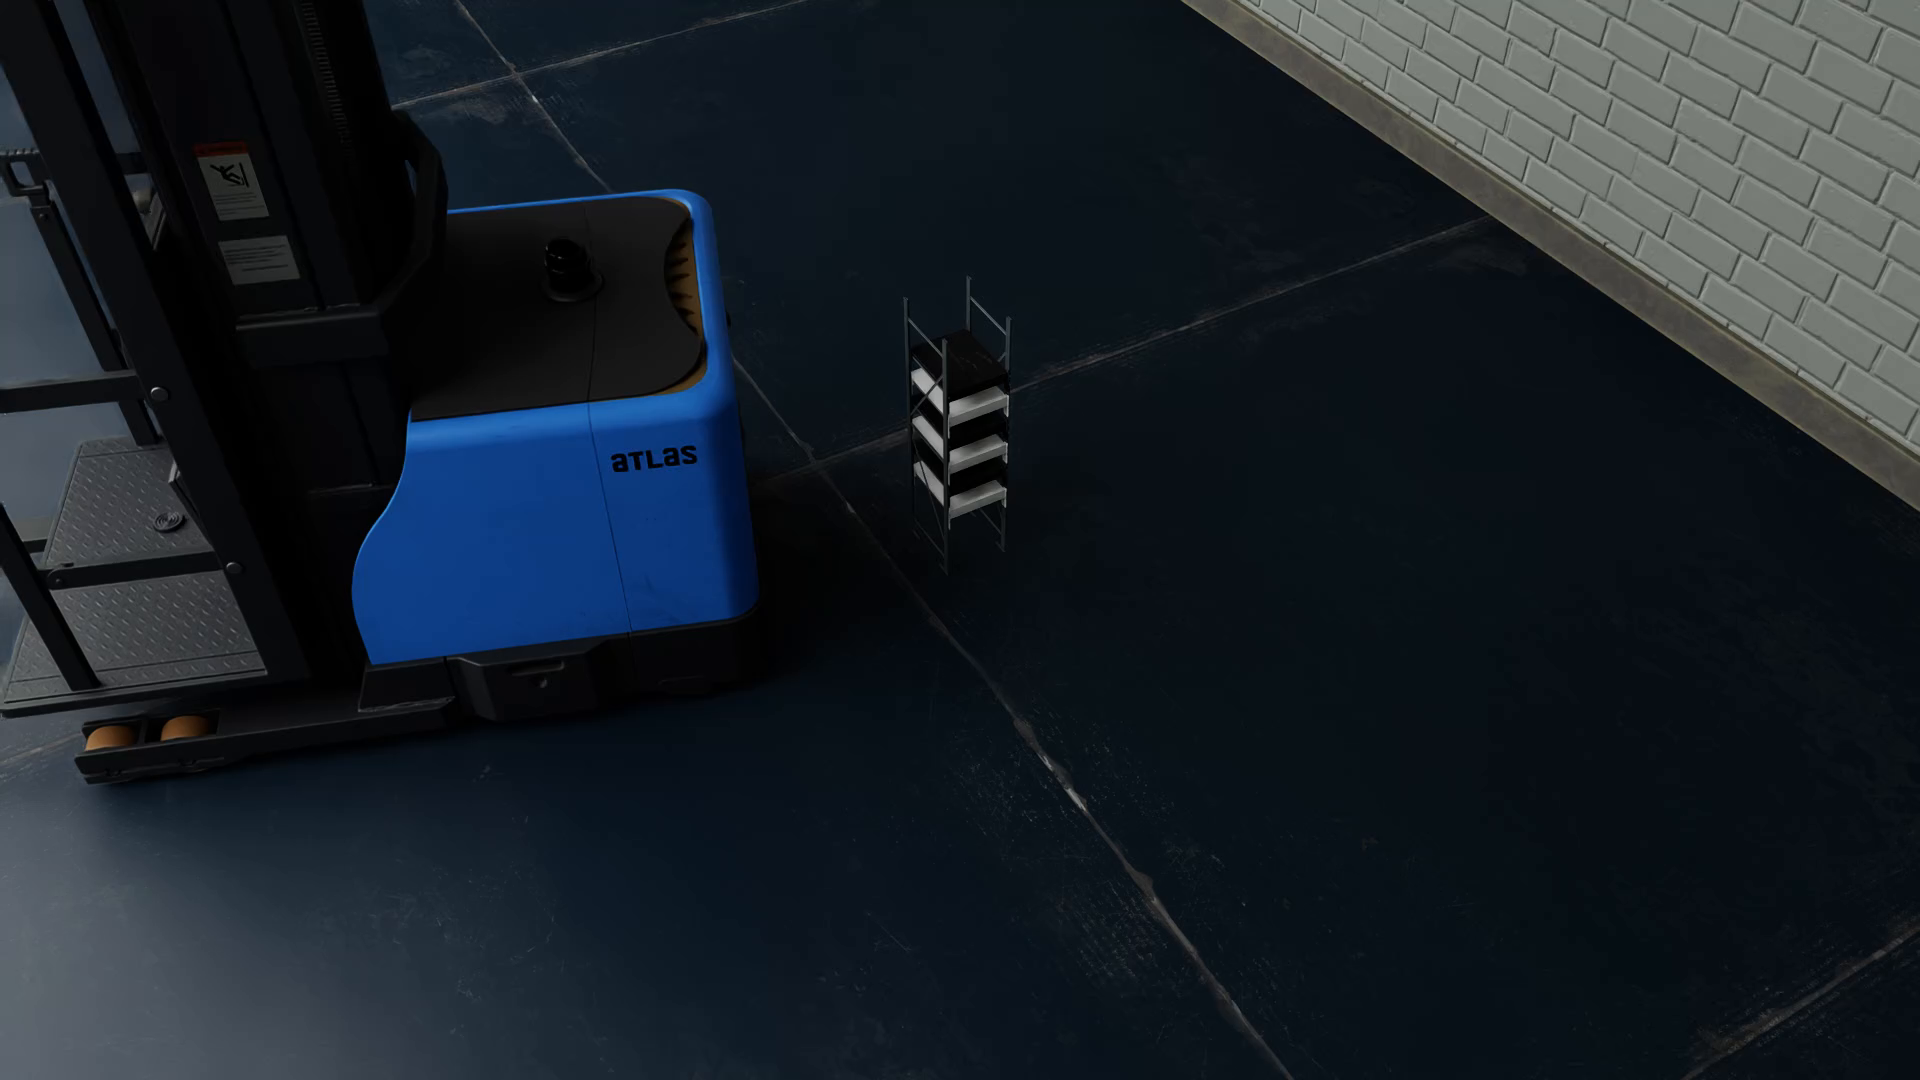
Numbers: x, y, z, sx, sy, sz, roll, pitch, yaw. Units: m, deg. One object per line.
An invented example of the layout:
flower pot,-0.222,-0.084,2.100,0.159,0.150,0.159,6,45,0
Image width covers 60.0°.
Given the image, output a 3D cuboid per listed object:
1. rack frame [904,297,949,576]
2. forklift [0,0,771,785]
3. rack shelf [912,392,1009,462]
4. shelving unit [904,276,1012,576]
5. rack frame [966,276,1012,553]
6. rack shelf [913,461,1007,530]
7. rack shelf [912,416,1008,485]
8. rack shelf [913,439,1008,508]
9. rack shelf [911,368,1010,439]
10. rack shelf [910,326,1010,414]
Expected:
rack frame,-0.095,-0.285,4.897,0.006,0.900,0.240,-22,48,-21
forklift,-2.113,-0.786,3.956,3.031,2.935,1.130,-7,45,-7
rack shelf,-0.007,-0.361,4.894,0.200,0.077,0.258,-22,48,-21
shelving unit,-0.007,-0.320,4.934,0.210,0.900,0.258,-22,48,-21
rack frame,0.081,-0.355,4.970,0.006,0.900,0.240,-22,48,-21
rack shelf,-0.007,-0.167,5.082,0.200,0.077,0.258,-22,48,-21
rack shelf,-0.007,-0.296,4.957,0.200,0.077,0.258,-22,48,-21
rack shelf,-0.007,-0.232,5.020,0.200,0.077,0.258,-22,48,-21
rack shelf,-0.007,-0.425,4.832,0.200,0.077,0.258,-22,48,-21
rack shelf,-0.007,-0.490,4.769,0.200,0.077,0.258,-22,48,-21
